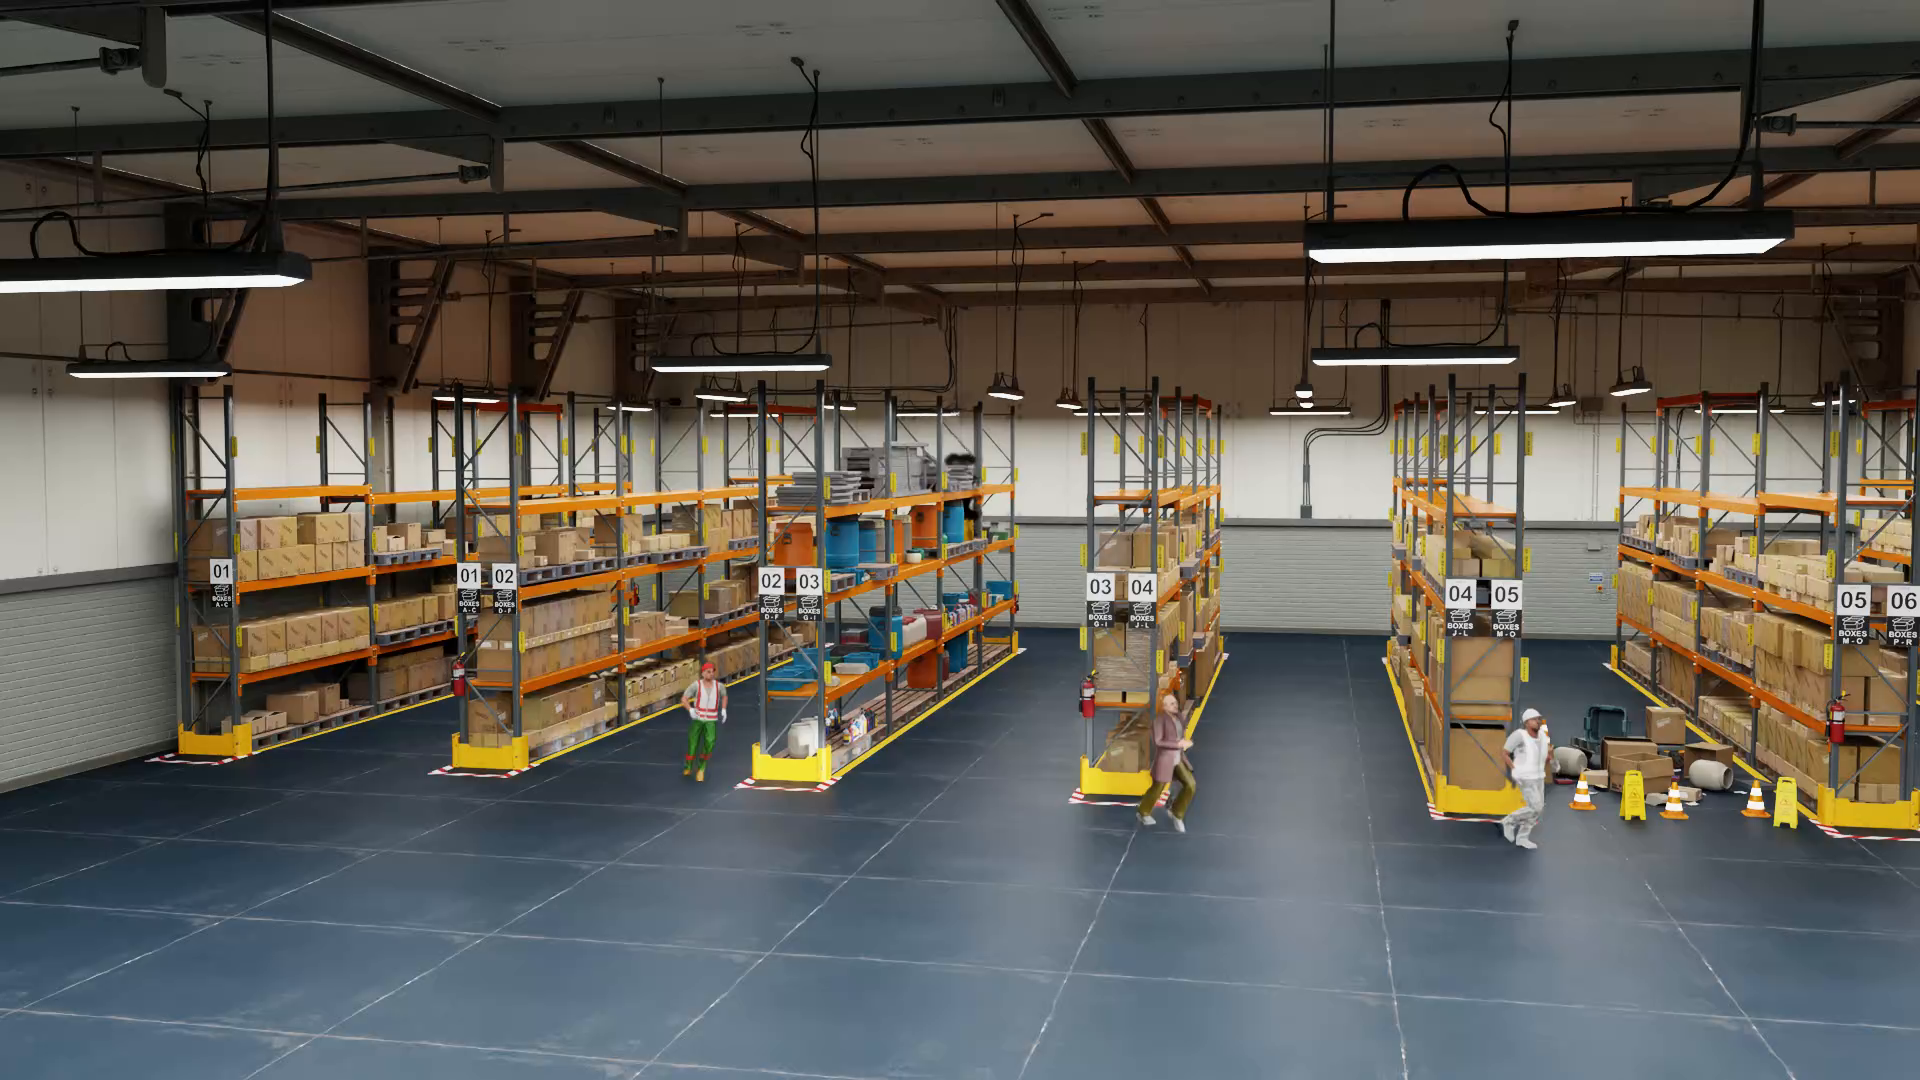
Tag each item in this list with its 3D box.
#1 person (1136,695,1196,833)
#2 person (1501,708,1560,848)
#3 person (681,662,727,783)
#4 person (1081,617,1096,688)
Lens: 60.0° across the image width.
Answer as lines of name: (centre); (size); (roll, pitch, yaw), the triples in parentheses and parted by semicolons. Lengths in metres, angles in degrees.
person: (2.733, 2.906, 21.667); (0.733, 1.805, 0.956); (-2, 4, -36)
person: (7.132, 2.970, 20.729); (0.666, 1.746, 0.618); (-2, 4, -32)
person: (-3.836, 2.731, 25.031); (0.719, 1.774, 0.678); (-1, 3, -16)
person: (2.844, 2.166, 34.625); (0.674, 1.781, 1.042); (0, 3, 7)
